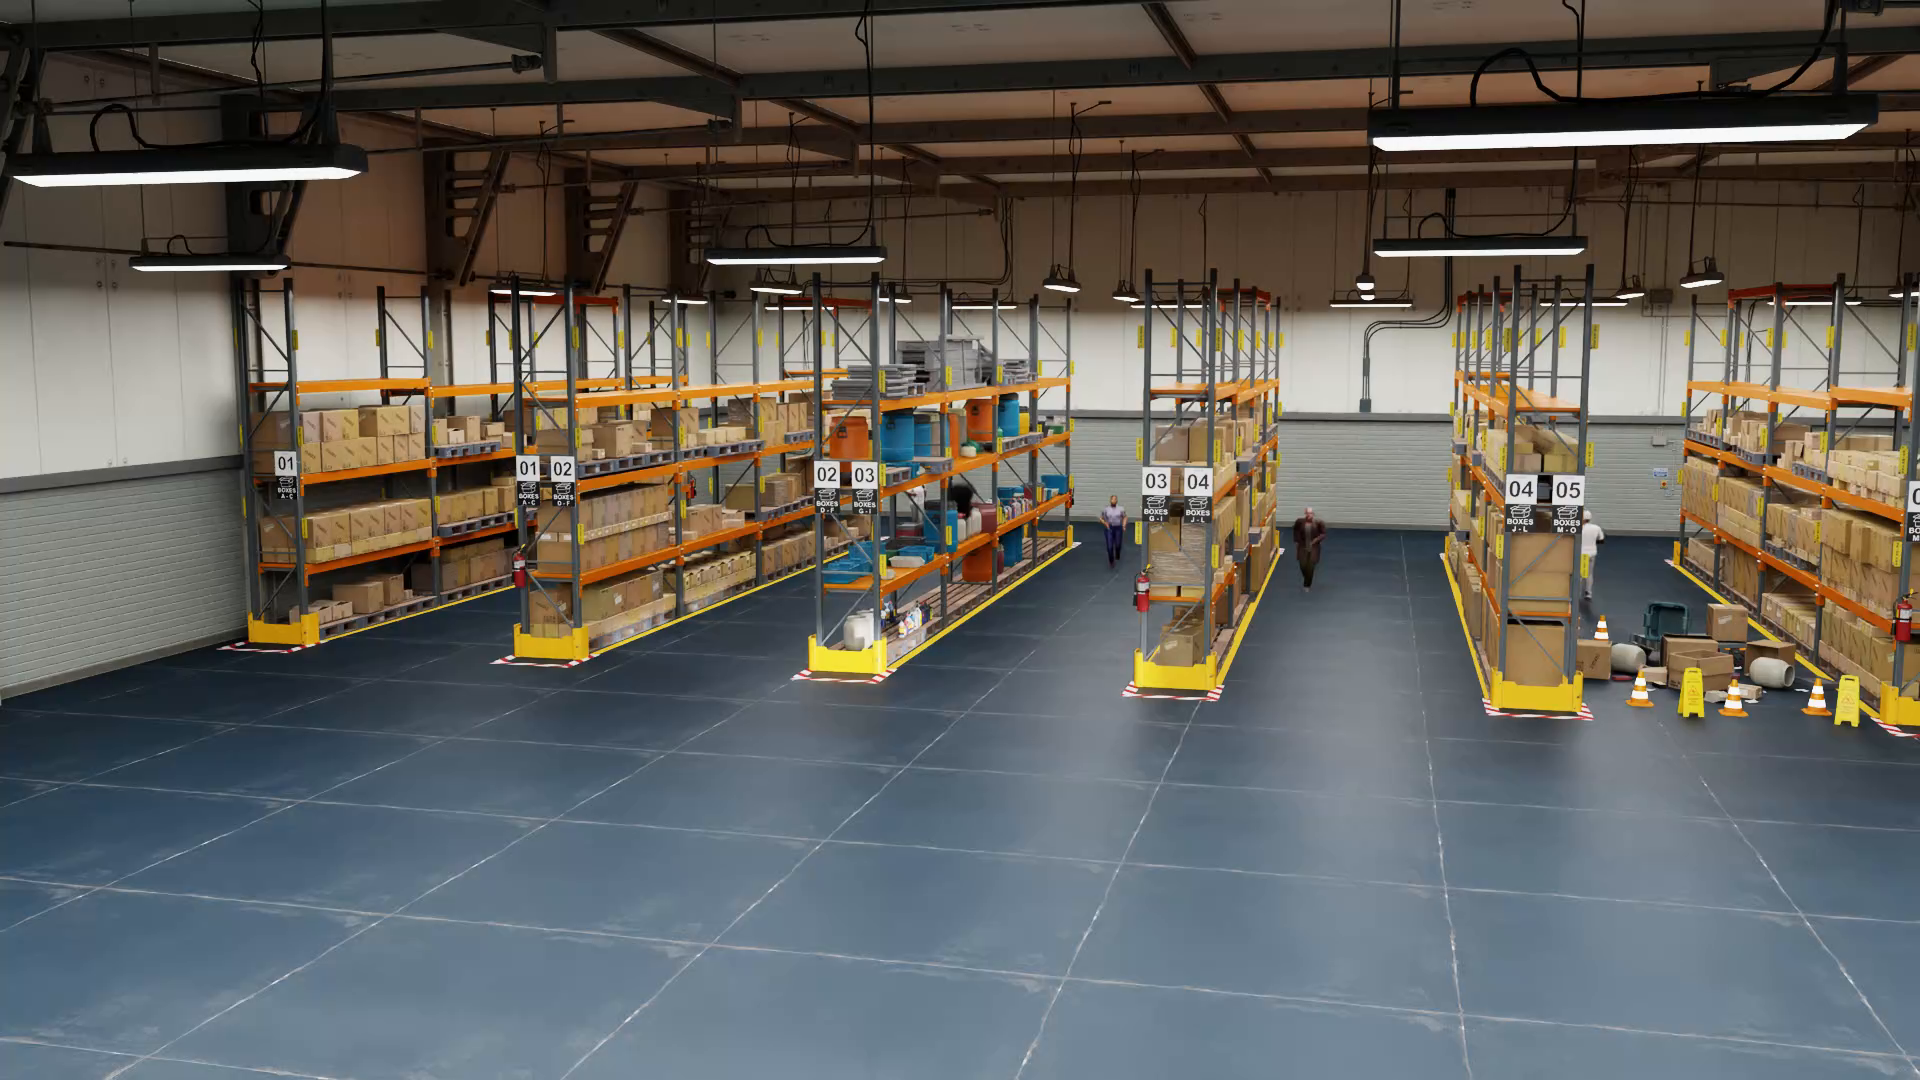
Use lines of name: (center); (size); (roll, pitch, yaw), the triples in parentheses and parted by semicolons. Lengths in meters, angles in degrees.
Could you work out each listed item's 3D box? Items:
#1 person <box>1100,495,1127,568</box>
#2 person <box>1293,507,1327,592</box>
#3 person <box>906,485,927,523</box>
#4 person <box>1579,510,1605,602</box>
person: (3.406, -0.197, 36.879); (0.609, 1.607, 0.553); (0, 7, 3)
person: (6.922, 0.198, 32.993); (0.684, 1.715, 0.645); (2, 7, 17)
person: (-1.092, -0.870, 42.001); (0.560, 1.732, 0.824); (-1, 7, -8)
person: (11.925, 0.335, 31.648); (0.670, 1.809, 0.869); (1, 7, 7)
